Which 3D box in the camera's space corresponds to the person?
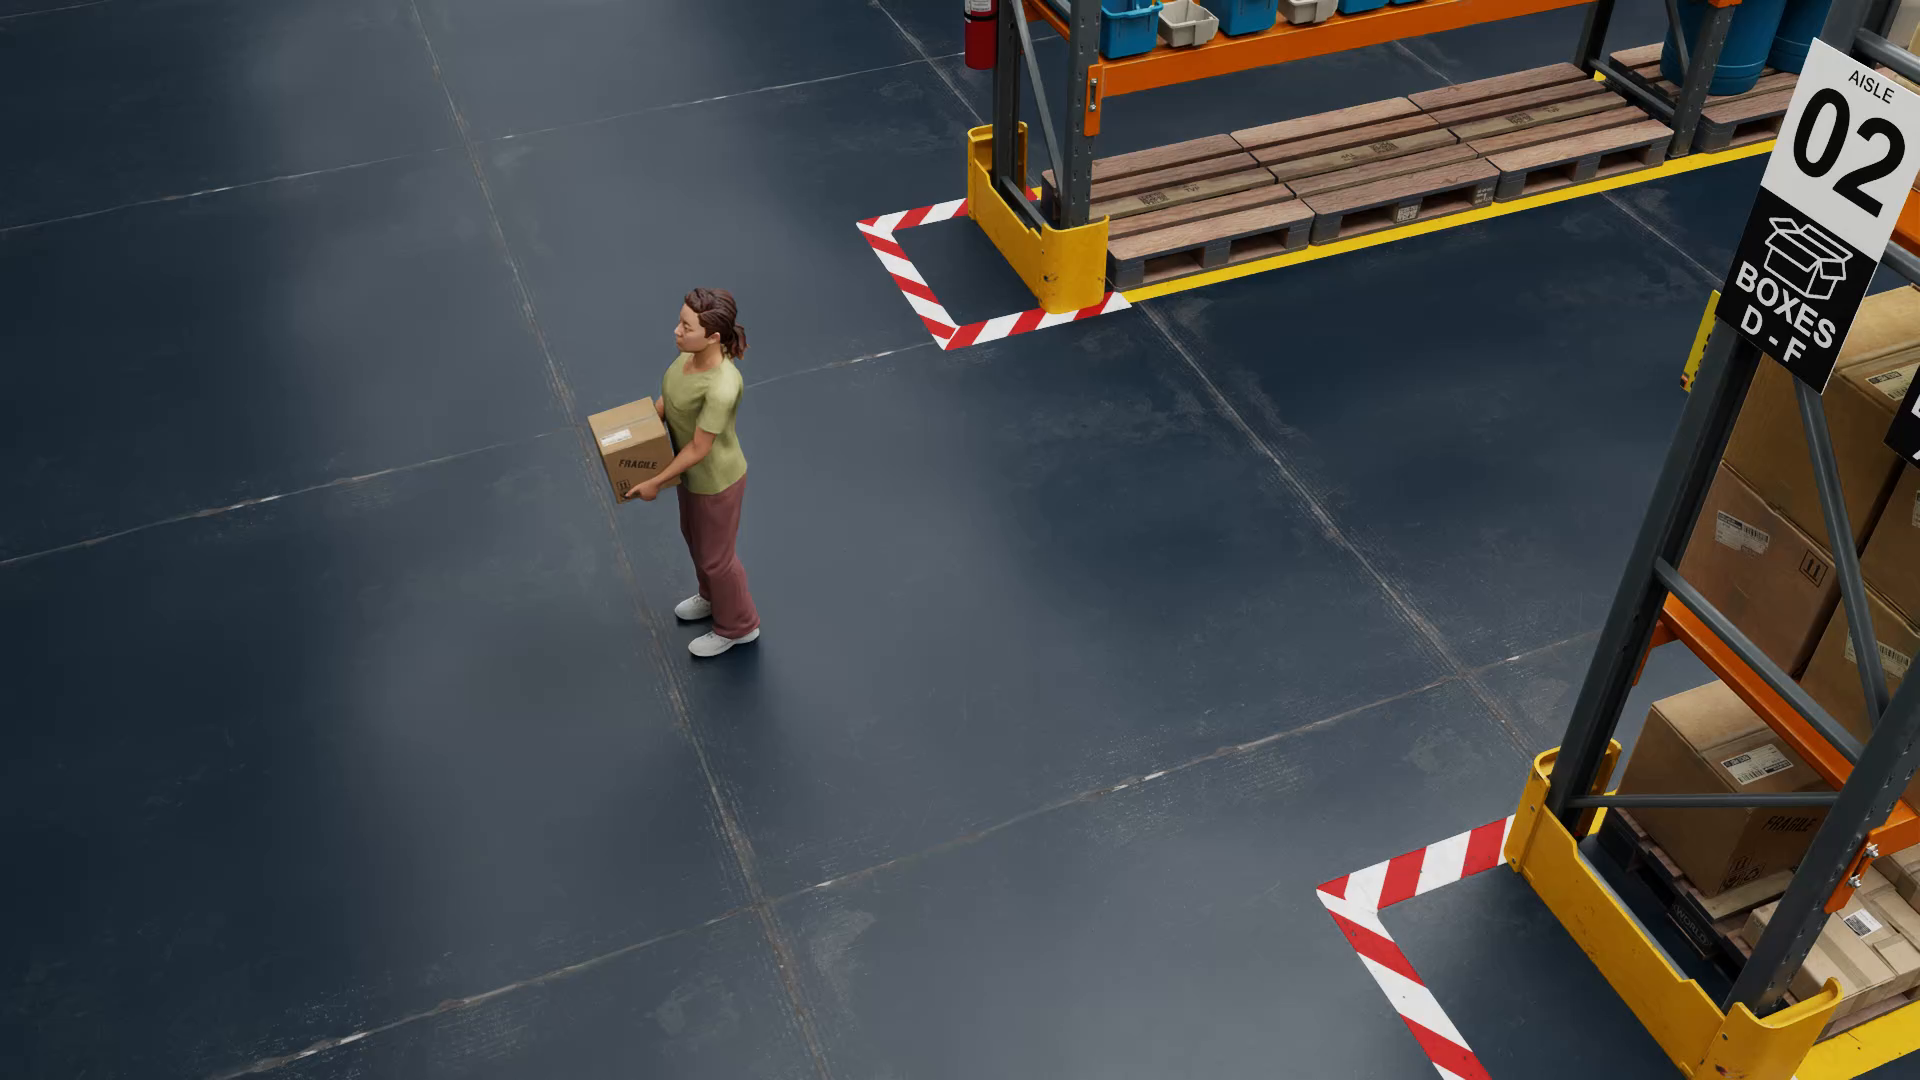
[{"bbox_3d":[-1.038,-0.243,6.439,0.559,1.662,0.428,-15,44,-16],"label":"person"}]
